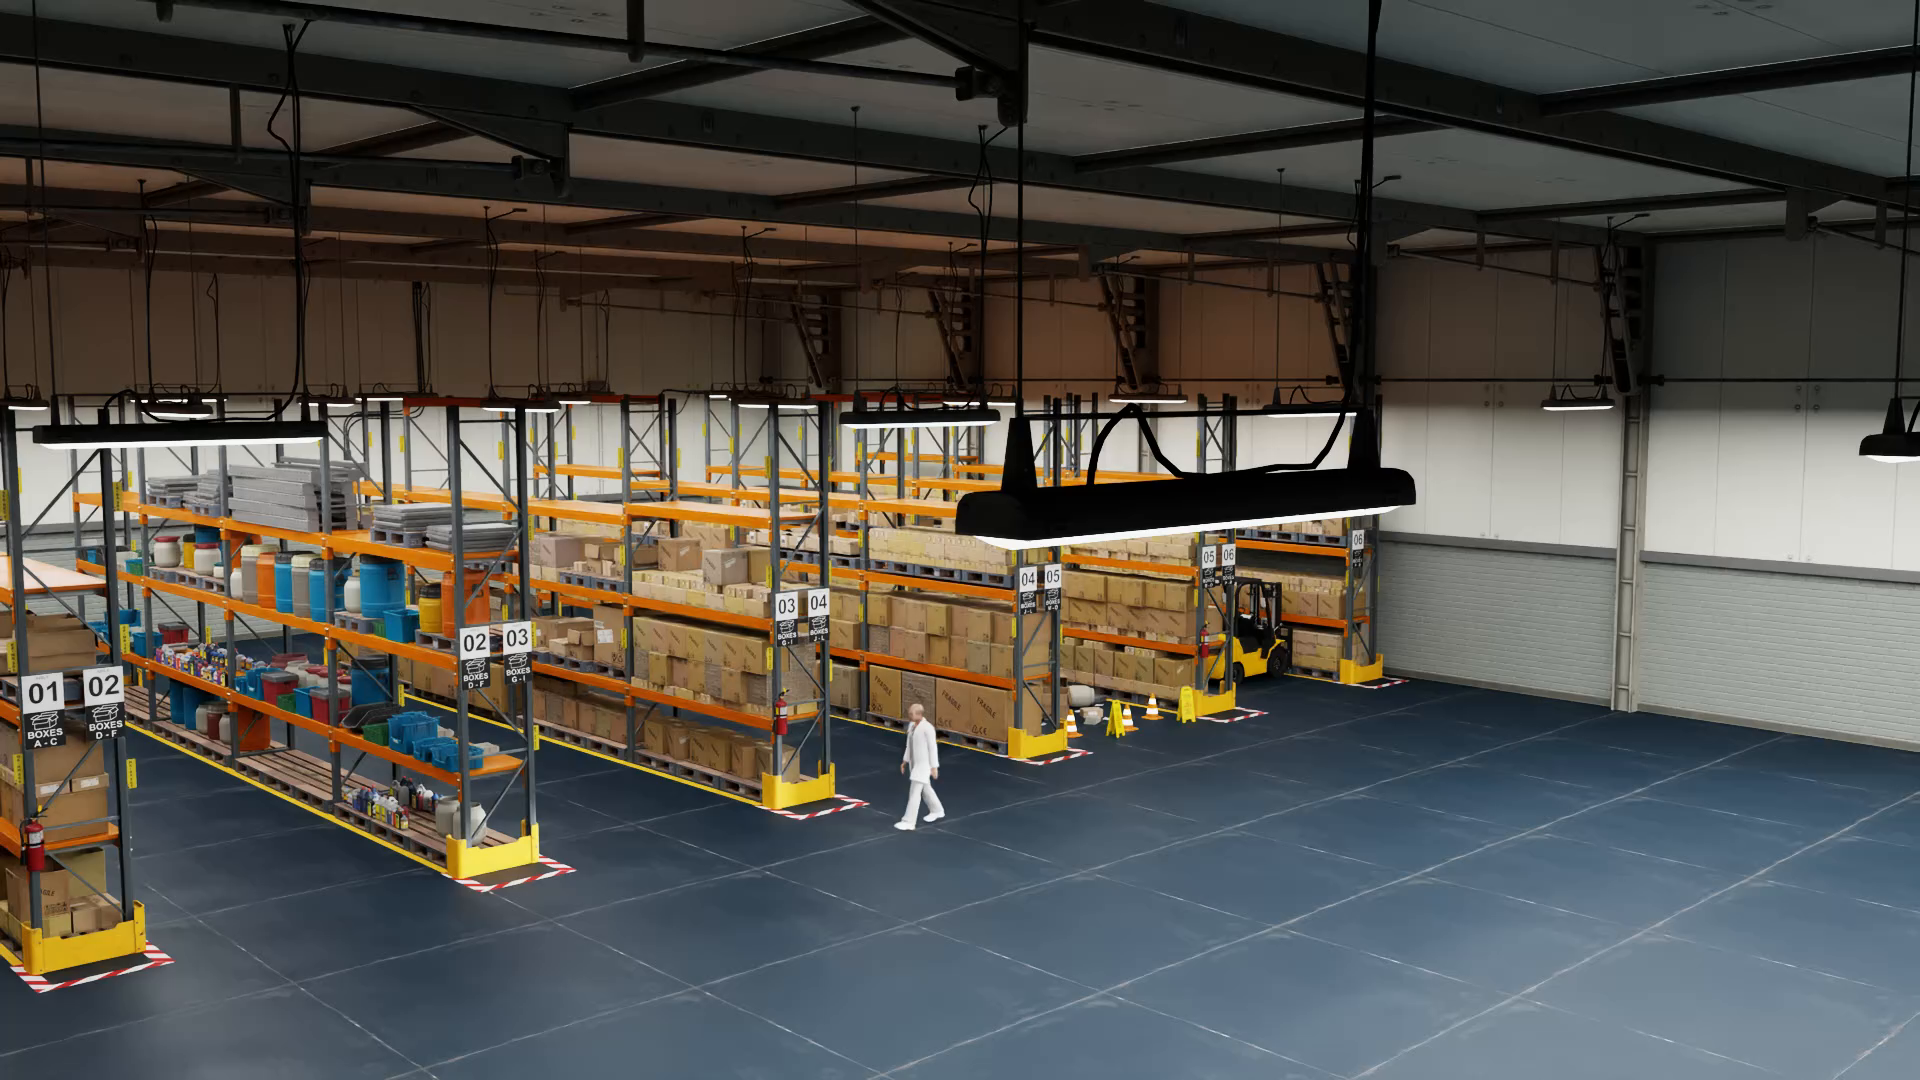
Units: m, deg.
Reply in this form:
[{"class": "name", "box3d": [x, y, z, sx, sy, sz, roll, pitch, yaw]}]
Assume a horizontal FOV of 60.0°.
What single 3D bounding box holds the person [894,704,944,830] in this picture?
[{"class": "person", "box3d": [-0.599, 3.184, 23.574, 0.980, 1.742, 0.609, -3, 6, -31]}]
